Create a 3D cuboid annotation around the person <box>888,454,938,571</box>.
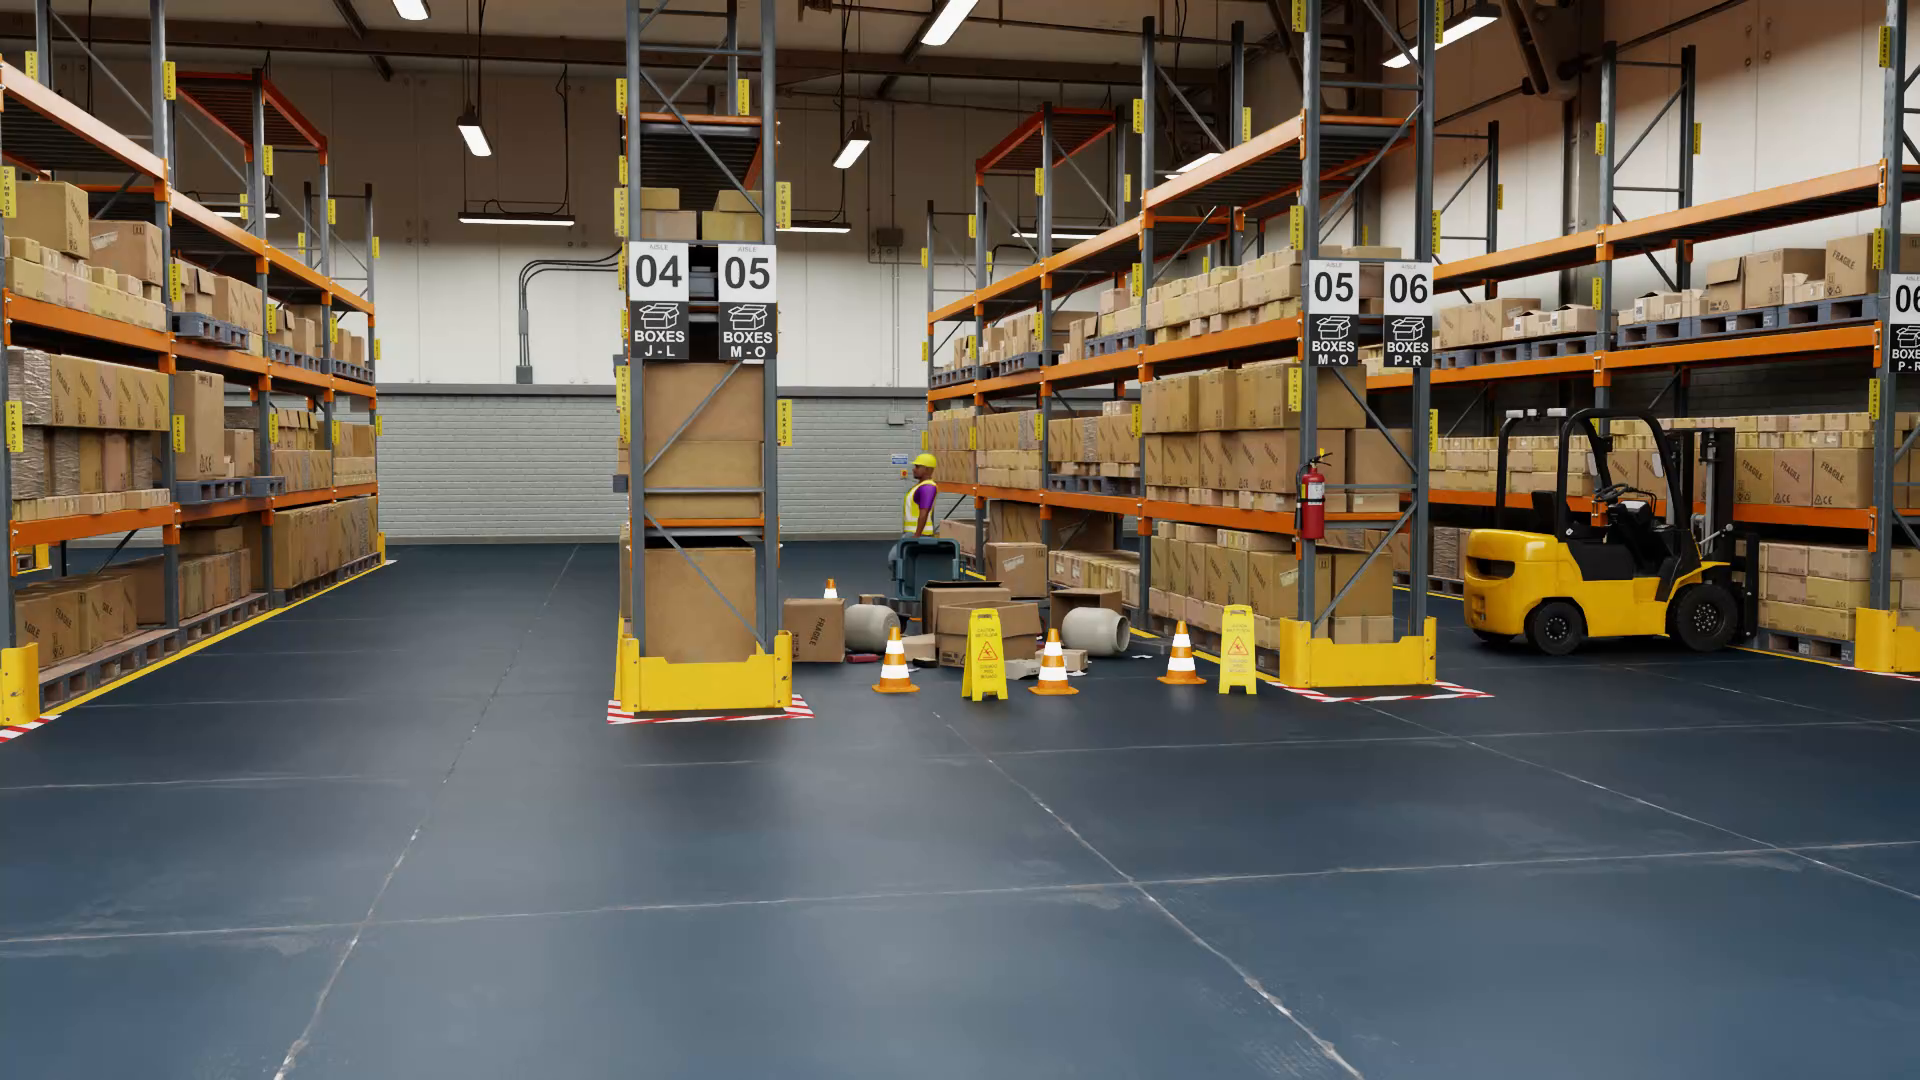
[{"bbox_3d":[-0.515,-0.039,17.716,0.556,1.758,0.570,-1,3,-10],"label":"person"}]
